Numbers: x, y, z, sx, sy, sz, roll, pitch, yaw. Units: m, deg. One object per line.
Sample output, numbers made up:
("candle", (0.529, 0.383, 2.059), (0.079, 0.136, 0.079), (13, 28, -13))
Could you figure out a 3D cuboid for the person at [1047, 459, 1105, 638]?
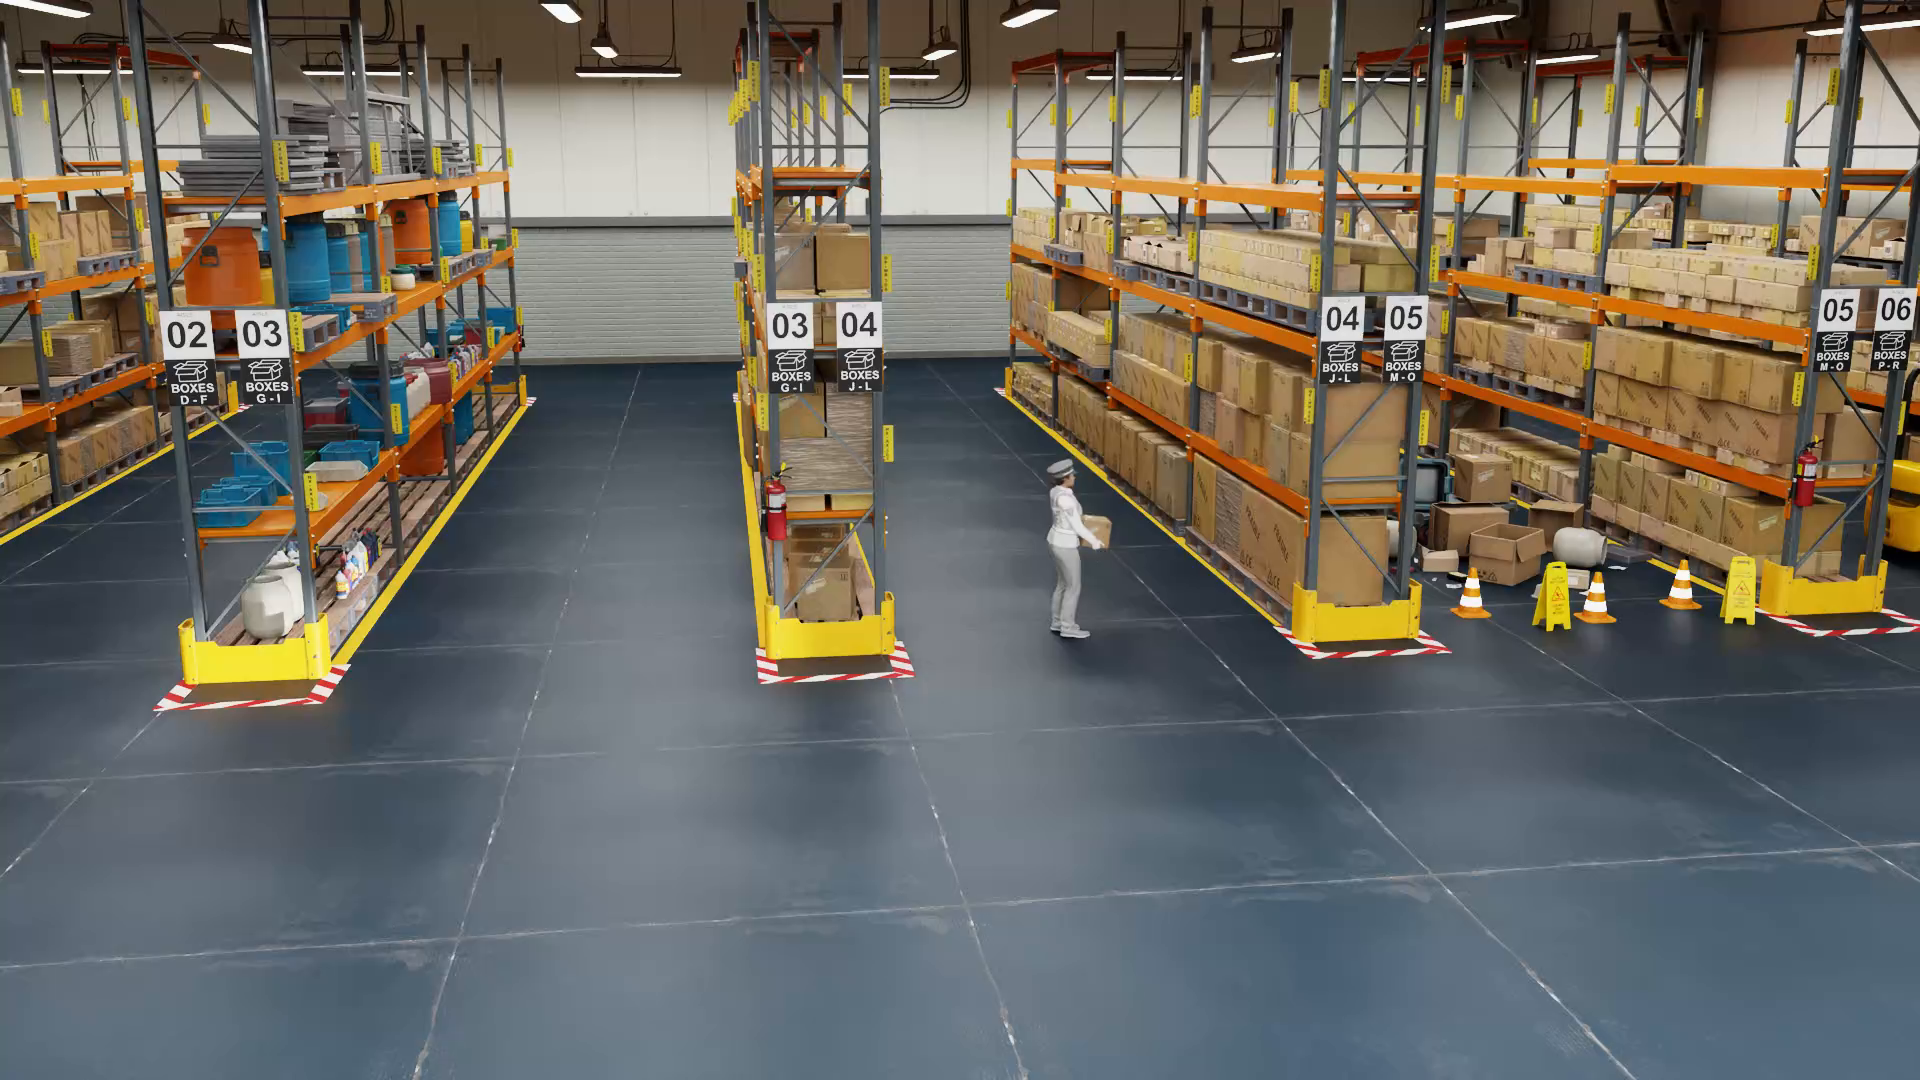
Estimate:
("person", (1.073, 0.072, 15.637), (0.523, 1.691, 0.453), (-2, 13, -9))
